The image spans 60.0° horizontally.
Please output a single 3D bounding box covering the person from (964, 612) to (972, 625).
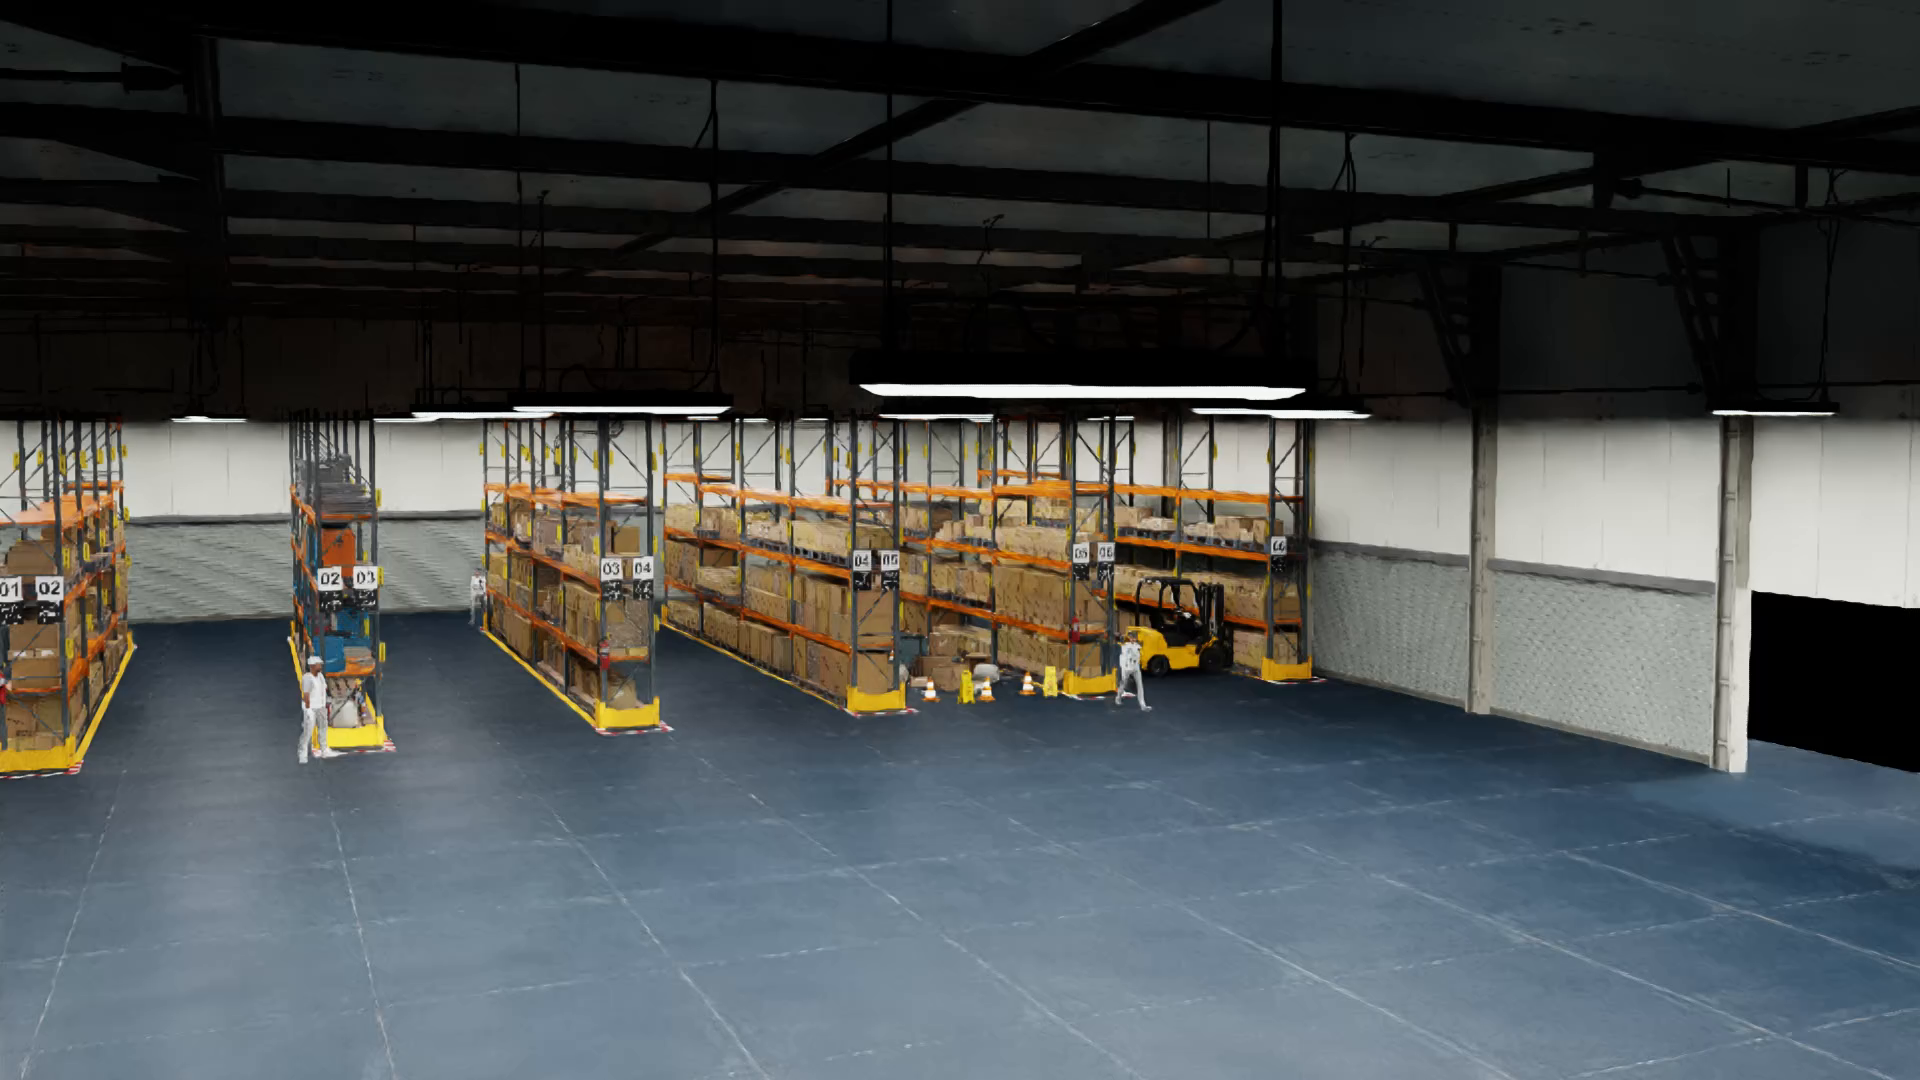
[{"bbox_3d":[0.086,1.587,47.089,0.545,1.652,0.574,0,4,4],"label":"person"}]

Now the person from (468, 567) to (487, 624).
[{"bbox_3d":[-13.793,1.565,47.687,0.520,1.601,0.943,0,4,-1],"label":"person"}]

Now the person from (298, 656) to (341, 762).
[{"bbox_3d":[-10.929,2.840,28.224,0.495,1.781,0.704,1,4,8],"label":"person"}]

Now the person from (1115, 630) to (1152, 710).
[{"bbox_3d":[3.423,2.580,33.253,0.495,1.589,1.086,-2,4,-21],"label":"person"}]
